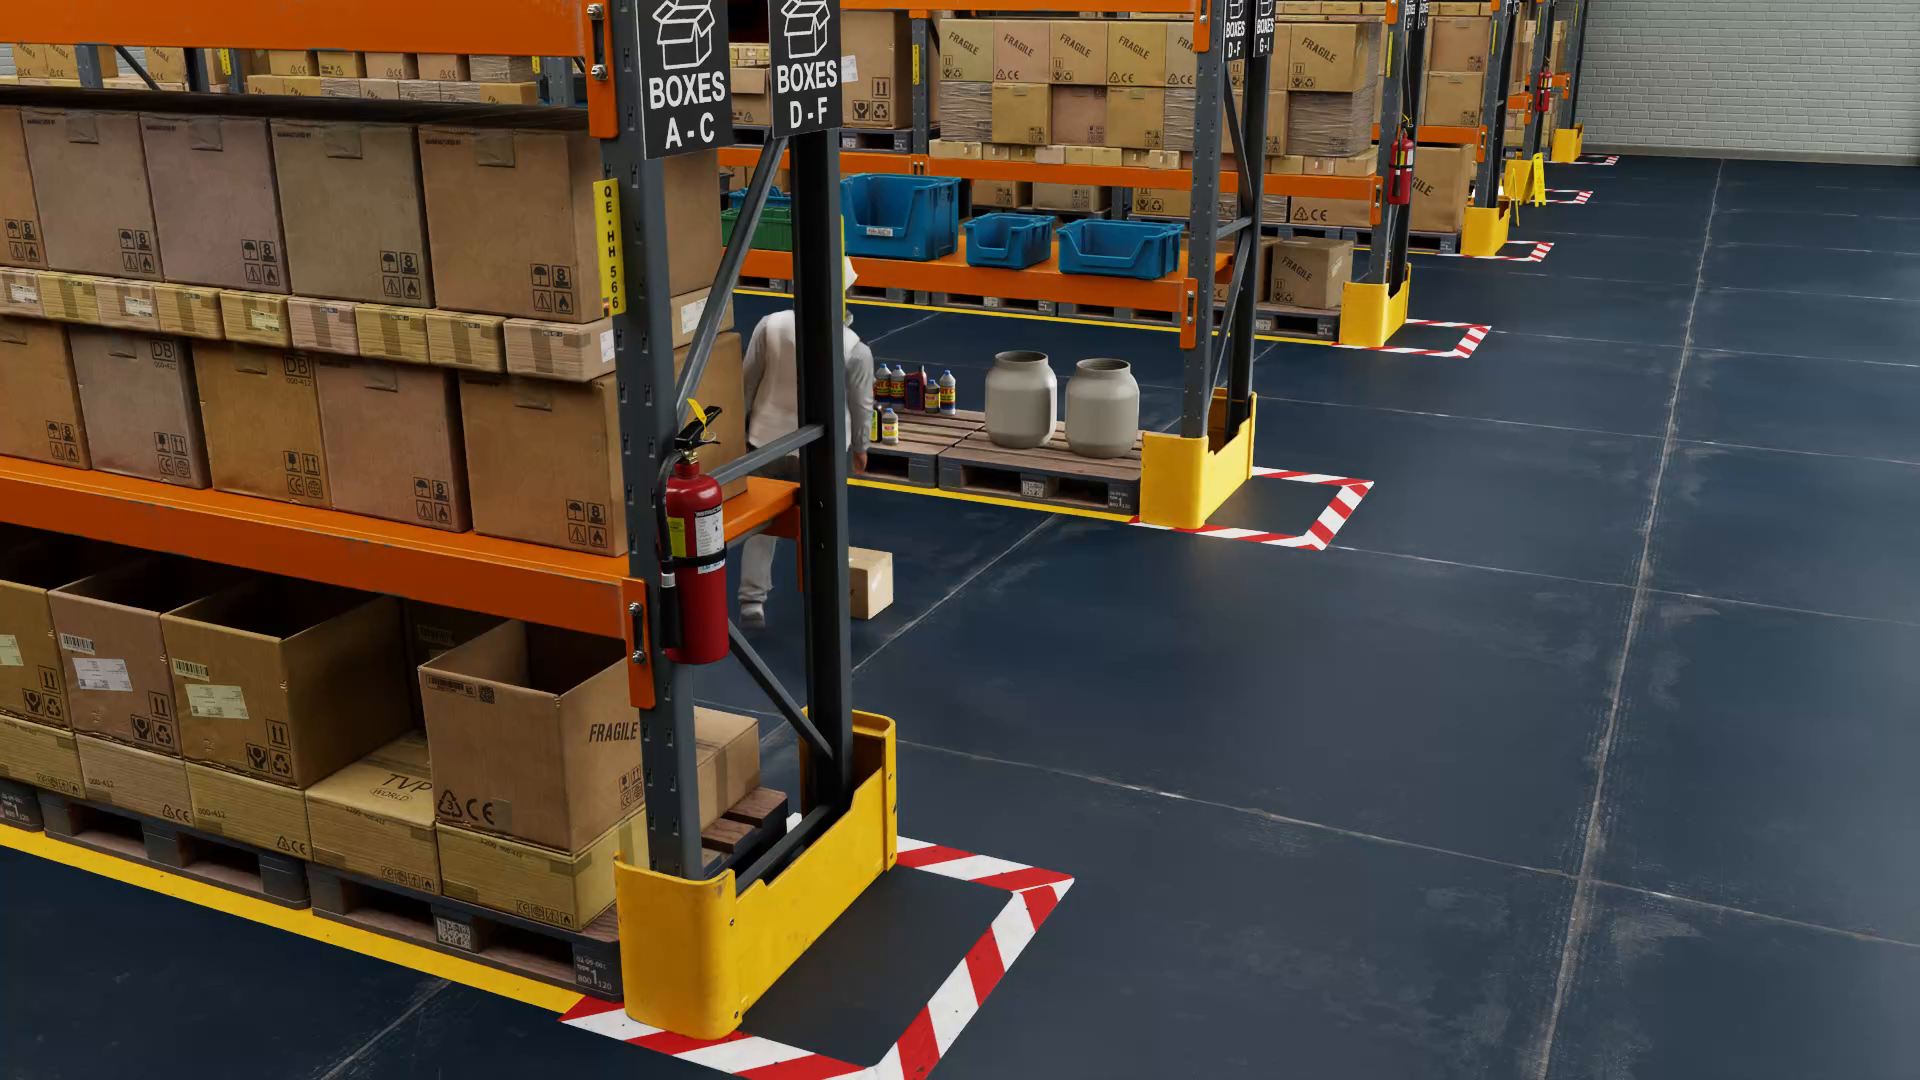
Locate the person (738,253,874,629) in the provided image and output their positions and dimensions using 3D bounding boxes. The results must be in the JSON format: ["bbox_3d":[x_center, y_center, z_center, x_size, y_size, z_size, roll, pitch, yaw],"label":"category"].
[{"bbox_3d":[-0.649,-0.403,7.181,0.648,1.773,0.541,6,20,16],"label":"person"}]
